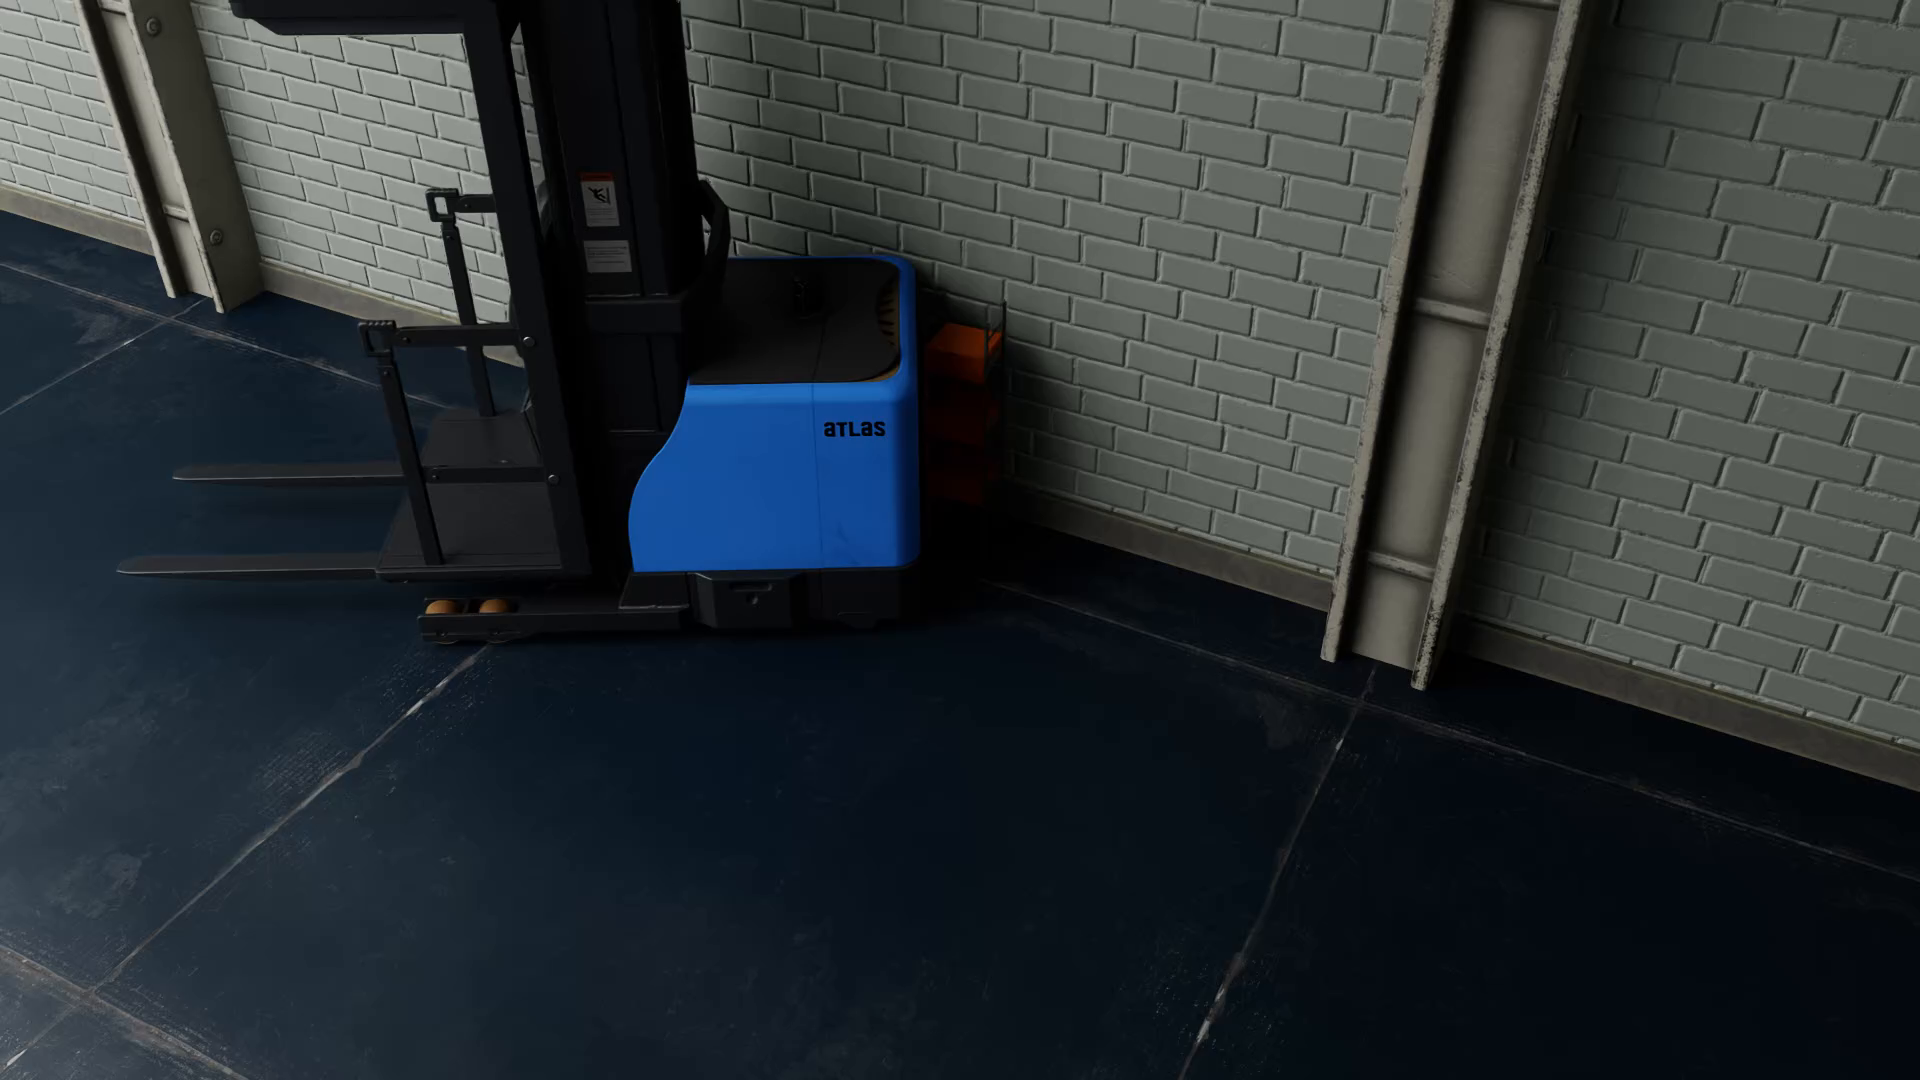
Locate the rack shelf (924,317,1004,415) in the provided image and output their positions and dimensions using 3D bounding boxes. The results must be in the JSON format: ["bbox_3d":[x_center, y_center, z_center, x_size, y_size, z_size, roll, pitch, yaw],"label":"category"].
[{"bbox_3d":[0.018,-0.660,6.300,0.240,0.259,0.215,14,39,18],"label":"rack shelf"}]

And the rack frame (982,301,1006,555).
[{"bbox_3d":[0.131,-0.414,6.428,0.008,1.050,0.200,14,39,18],"label":"rack frame"}]

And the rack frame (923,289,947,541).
[{"bbox_3d":[-0.095,-0.471,6.502,0.008,1.050,0.200,14,39,18],"label":"rack frame"}]

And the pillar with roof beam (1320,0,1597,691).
[{"bbox_3d":[-0.396,-0.862,0.443,0.400,9.000,9.100,17,41,21],"label":"pillar with roof beam"}]

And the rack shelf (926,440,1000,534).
[{"bbox_3d":[0.018,-0.213,6.639,0.240,0.259,0.215,14,39,18],"label":"rack shelf"}]

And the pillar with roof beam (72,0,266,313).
[{"bbox_3d":[-5.724,-2.530,2.640,0.400,9.000,9.100,17,41,21],"label":"pillar with roof beam"}]

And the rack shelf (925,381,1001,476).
[{"bbox_3d":[0.018,-0.434,6.471,0.240,0.259,0.215,14,39,18],"label":"rack shelf"}]

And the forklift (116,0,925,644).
[{"bbox_3d":[-1.661,-1.103,5.779,3.031,2.935,1.130,-1,37,-1],"label":"forklift"}]

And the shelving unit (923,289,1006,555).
[{"bbox_3d":[0.018,-0.443,6.465,0.252,1.050,0.215,14,39,18],"label":"shelving unit"}]
